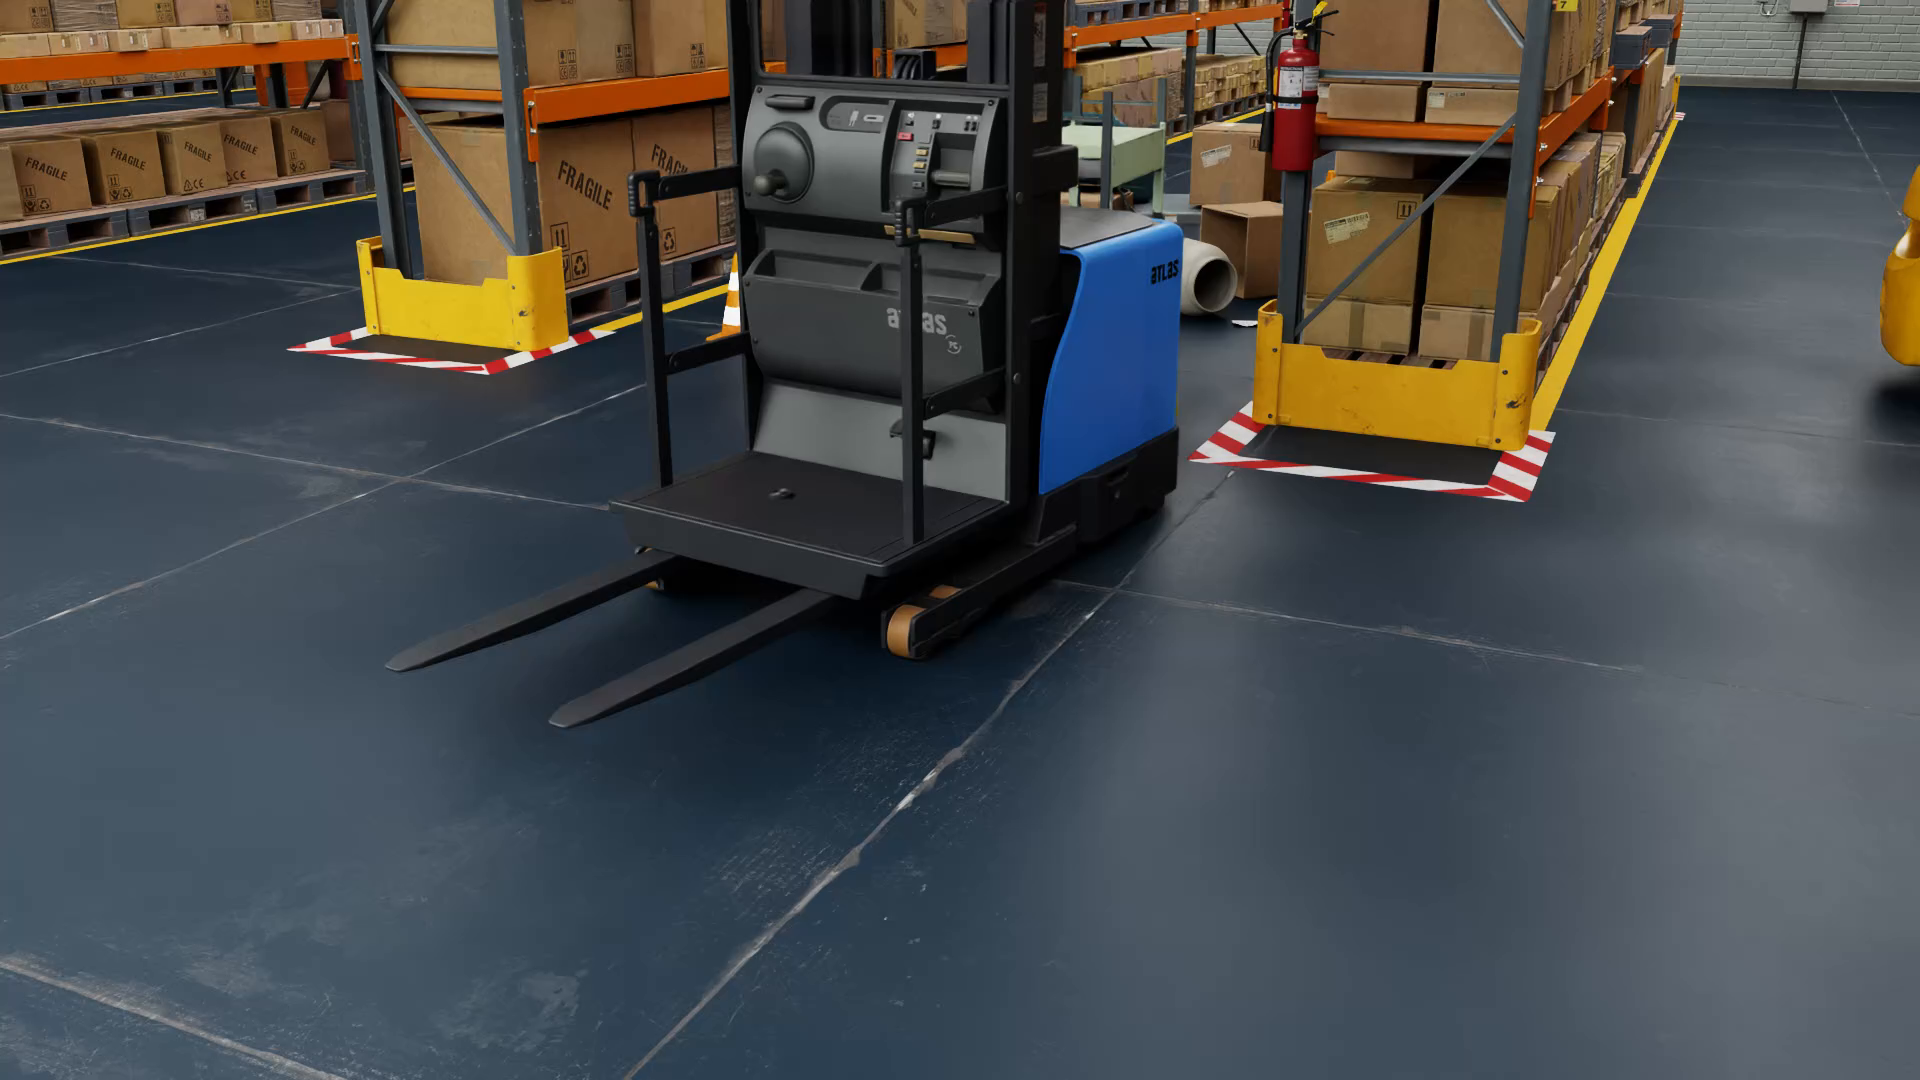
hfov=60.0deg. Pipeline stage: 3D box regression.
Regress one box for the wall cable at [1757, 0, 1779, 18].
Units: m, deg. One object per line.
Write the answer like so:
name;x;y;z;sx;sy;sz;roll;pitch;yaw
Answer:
wall cable;12.004;-8.796;24.710;0.588;1.984;0.122;9;21;23

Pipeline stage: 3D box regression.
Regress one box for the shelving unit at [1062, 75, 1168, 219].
shelving unit;0.523;-1.099;6.821;0.431;1.500;0.755;8;21;21

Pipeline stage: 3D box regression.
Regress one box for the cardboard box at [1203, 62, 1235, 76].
cardboard box;3.216;-5.893;20.804;0.380;0.149;0.250;9;21;23

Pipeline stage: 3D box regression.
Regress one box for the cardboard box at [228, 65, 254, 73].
cardboard box;-10.928;-7.318;25.426;0.500;0.311;0.500;9;21;23

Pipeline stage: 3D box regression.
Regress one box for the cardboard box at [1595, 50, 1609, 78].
cardboard box;3.555;-2.778;9.678;0.380;0.149;0.250;9;22;24

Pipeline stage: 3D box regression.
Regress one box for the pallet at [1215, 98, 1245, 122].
pallet;2.964;-5.478;21.057;1.003;0.211;1.213;9;21;23

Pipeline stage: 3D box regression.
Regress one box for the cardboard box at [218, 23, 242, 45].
cardboard box;-5.848;-3.955;12.989;0.380;0.149;0.250;9;21;23

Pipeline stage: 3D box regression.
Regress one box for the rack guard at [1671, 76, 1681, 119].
rack guard;8.428;-5.611;21.001;1.175;0.500;0.348;9;21;23

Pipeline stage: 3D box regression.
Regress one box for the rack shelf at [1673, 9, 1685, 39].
rack shelf;7.599;-5.831;18.963;1.077;0.370;4.000;9;21;23

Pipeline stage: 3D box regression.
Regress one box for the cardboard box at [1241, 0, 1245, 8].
cardboard box;3.377;-6.792;20.964;0.380;0.149;0.250;8;21;20

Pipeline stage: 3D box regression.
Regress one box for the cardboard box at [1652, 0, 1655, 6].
cardboard box;5.575;-4.622;13.967;0.500;0.250;0.500;8;21;22

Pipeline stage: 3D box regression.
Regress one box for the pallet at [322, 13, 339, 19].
pallet;-5.091;-4.596;14.703;1.003;0.211;1.213;9;21;23

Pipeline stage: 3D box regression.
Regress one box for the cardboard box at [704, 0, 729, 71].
cardboard box;-1.852;-3.222;10.328;0.875;0.550;0.500;9;21;23

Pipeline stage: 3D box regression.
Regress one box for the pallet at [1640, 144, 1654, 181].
pallet;6.035;-3.625;15.846;1.003;0.211;1.213;9;21;23

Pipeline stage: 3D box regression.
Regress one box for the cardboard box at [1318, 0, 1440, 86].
cardboard box;1.837;-2.282;7.315;0.500;0.500;0.500;8;21;22

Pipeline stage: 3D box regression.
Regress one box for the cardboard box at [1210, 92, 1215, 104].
cardboard box;2.887;-5.378;20.243;0.380;0.149;0.250;8;21;22

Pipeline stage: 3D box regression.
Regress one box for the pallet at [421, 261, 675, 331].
pallet;-2.435;-1.480;9.816;1.003;0.211;1.213;9;21;23

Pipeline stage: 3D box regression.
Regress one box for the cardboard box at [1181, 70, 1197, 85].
cardboard box;2.553;-5.419;19.470;0.380;0.149;0.250;10;22;25

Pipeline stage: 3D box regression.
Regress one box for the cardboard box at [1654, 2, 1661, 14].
cardboard box;5.986;-4.700;14.931;0.500;0.250;0.500;9;22;24

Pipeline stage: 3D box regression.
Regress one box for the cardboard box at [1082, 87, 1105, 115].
cardboard box;1.107;-4.186;16.366;0.500;0.500;0.500;8;21;20

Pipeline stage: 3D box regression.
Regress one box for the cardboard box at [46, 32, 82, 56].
cardboard box;-6.413;-3.489;11.679;0.380;0.149;0.250;9;21;23

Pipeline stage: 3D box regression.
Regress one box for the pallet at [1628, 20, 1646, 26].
pallet;4.369;-3.635;12.000;1.003;0.211;1.213;9;21;23

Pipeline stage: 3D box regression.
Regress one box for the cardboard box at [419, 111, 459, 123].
cardboard box;-5.053;-3.831;15.338;0.700;0.500;0.500;8;21;22

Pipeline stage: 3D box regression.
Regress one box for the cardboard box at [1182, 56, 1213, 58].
cardboard box;3.113;-6.291;21.922;0.380;0.149;0.250;8;21;23

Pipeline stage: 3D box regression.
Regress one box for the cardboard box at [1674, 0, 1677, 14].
cardboard box;7.421;-5.867;17.840;0.500;0.500;0.500;9;21;23

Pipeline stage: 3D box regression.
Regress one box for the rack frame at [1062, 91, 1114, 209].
rack frame;0.383;-0.986;6.503;0.400;1.500;0.023;8;21;21

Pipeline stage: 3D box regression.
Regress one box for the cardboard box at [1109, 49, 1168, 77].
cardboard box;1.926;-5.163;17.995;0.500;0.250;0.500;10;22;25

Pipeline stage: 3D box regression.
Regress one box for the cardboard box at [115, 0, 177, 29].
cardboard box;-6.370;-4.070;12.342;0.875;0.500;0.500;9;21;23

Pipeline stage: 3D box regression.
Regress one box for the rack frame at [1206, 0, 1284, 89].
rack frame;3.861;-7.430;22.385;1.000;3.000;0.127;9;21;23

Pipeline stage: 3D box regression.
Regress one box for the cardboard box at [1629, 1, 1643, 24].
cardboard box;4.578;-3.713;11.681;0.380;0.149;0.250;9;22;25

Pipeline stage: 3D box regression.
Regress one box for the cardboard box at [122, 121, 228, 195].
cardboard box;-6.147;-3.000;13.031;0.500;0.500;0.500;7;21;18

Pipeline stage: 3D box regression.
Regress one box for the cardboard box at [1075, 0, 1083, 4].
cardboard box;0.952;-5.173;15.786;0.380;0.149;0.250;8;21;22

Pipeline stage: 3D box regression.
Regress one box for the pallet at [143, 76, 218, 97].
pallet;-11.596;-6.711;24.526;1.003;0.211;1.213;9;21;23

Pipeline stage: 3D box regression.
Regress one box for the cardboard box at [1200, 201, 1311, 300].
cardboard box;1.824;-1.796;10.269;0.500;0.500;0.500;-9;22;-24

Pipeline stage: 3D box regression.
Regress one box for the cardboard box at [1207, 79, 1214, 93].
cardboard box;2.865;-5.520;20.198;0.380;0.149;0.250;7;21;20

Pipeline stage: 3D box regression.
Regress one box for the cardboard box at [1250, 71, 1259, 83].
cardboard box;3.694;-6.065;21.731;0.380;0.149;0.250;8;21;20

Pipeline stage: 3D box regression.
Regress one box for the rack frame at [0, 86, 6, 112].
rack frame;-12.935;-7.056;21.334;1.000;3.000;0.127;9;21;23

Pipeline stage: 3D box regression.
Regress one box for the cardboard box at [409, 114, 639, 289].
cardboard box;-2.474;-1.952;9.525;0.875;0.875;0.875;9;21;23

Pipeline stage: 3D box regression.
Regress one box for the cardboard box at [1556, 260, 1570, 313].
cardboard box;2.877;-1.325;8.695;0.500;0.250;0.500;10;22;26

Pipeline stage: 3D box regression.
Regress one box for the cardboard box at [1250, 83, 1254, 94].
cardboard box;3.636;-5.934;21.805;0.380;0.149;0.250;8;21;22

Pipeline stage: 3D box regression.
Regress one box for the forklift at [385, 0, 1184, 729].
forklift;-0.404;-1.202;4.975;1.130;2.935;3.031;12;23;31

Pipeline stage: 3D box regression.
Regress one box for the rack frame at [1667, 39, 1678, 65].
rack frame;8.418;-6.782;20.562;1.000;3.000;0.127;9;21;23

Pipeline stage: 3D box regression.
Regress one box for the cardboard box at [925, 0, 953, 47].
cardboard box;-0.386;-4.087;12.835;0.500;0.500;0.500;9;21;23

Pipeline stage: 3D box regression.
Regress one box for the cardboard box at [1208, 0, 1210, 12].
cardboard box;2.737;-6.309;19.606;0.380;0.149;0.250;8;21;20

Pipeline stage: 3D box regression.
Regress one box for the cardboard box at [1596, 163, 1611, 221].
cardboard box;4.008;-2.454;11.688;0.950;0.372;0.625;10;22;26

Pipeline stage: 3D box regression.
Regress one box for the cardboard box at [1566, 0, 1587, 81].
cardboard box;2.522;-2.343;7.488;0.500;0.500;0.500;9;22;24

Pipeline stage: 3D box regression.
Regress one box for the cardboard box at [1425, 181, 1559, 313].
cardboard box;2.458;-1.362;7.680;0.500;0.500;0.500;8;21;21

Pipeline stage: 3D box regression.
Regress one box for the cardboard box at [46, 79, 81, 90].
cardboard box;-12.279;-6.347;22.412;0.500;0.500;0.500;8;21;21

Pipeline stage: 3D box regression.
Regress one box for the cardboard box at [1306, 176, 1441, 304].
cardboard box;1.956;-1.427;7.862;0.500;0.500;0.500;9;21;23

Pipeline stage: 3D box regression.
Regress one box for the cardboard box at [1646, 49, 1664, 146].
cardboard box;6.236;-4.278;16.066;0.875;0.875;0.875;9;22;24

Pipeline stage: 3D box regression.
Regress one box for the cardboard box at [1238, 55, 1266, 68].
cardboard box;3.875;-6.368;22.139;0.380;0.149;0.250;9;21;23

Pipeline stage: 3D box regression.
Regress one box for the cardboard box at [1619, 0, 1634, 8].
cardboard box;3.958;-3.603;10.402;0.500;0.500;0.500;9;22;24
